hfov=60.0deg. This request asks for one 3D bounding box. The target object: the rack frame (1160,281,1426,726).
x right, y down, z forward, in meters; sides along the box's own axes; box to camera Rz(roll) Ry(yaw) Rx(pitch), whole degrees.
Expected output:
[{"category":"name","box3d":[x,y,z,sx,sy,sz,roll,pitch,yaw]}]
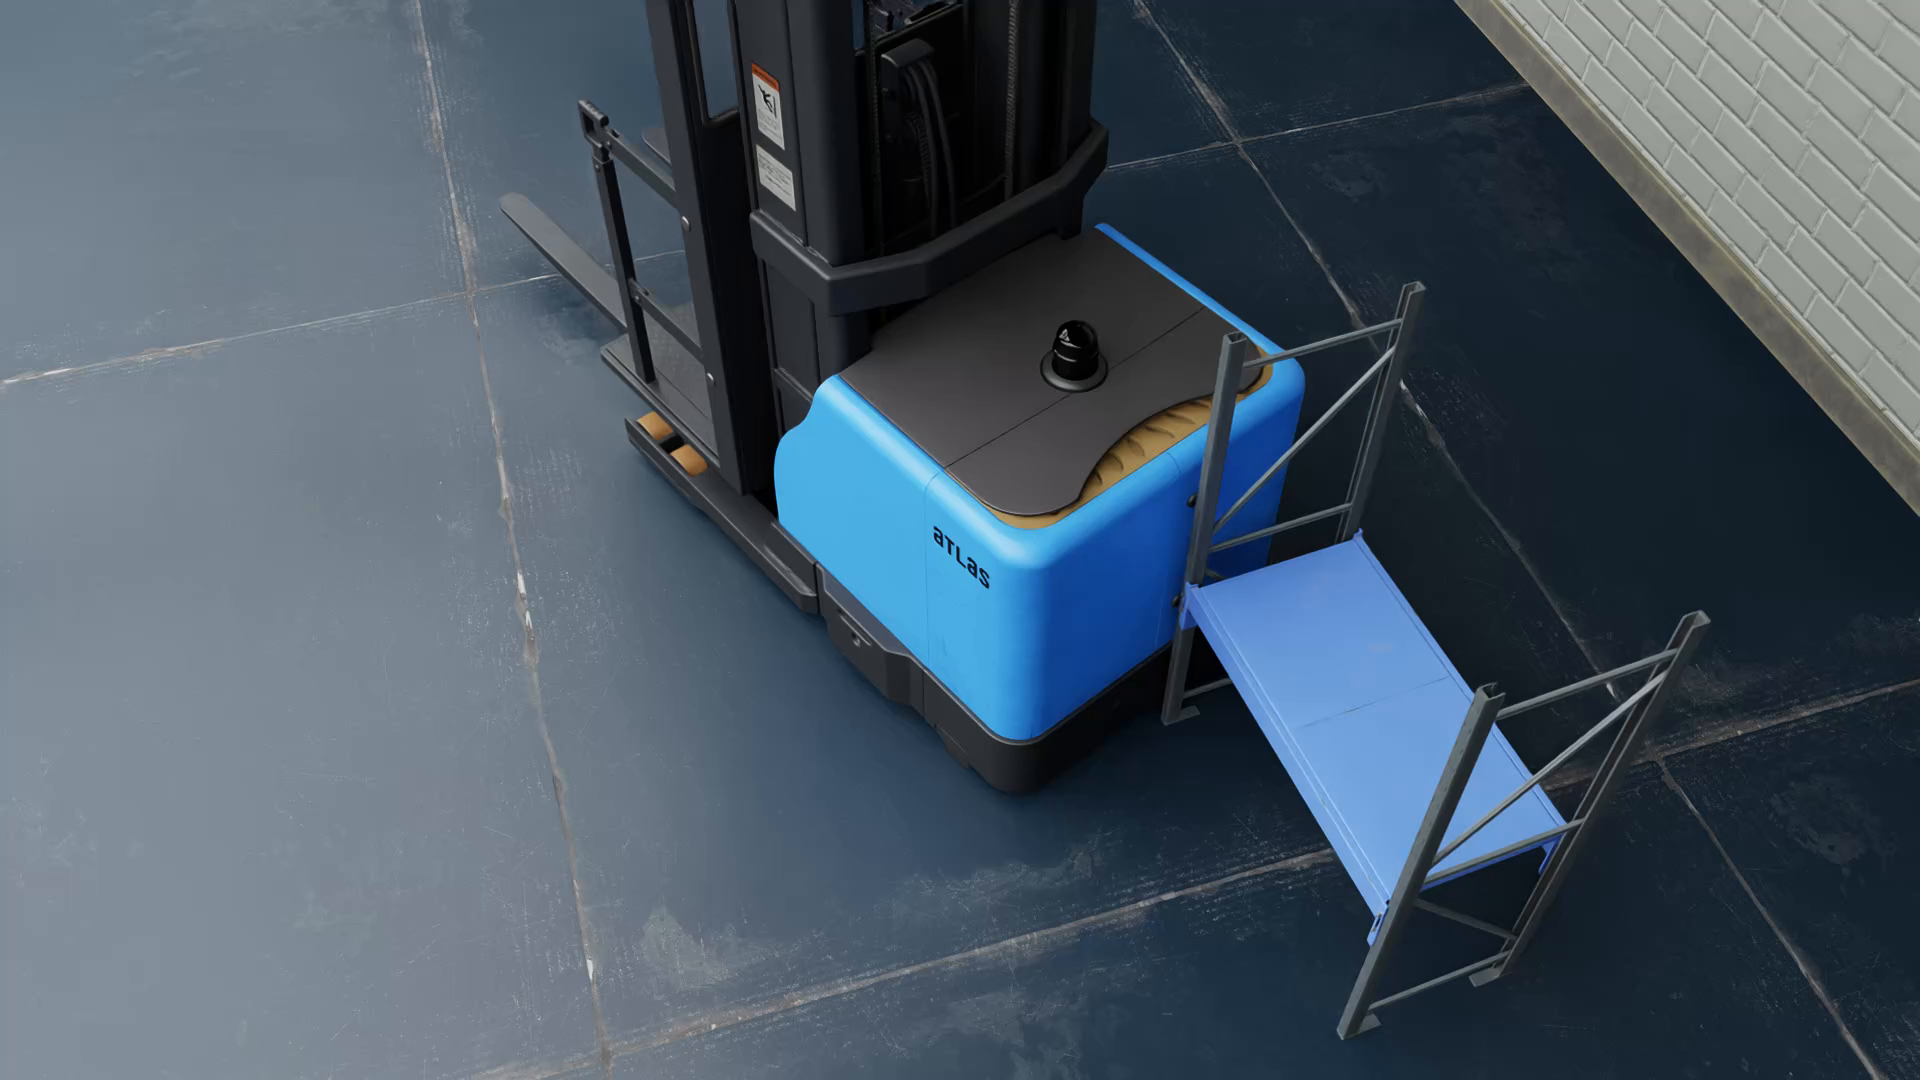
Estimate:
[{"category":"rack frame","box3d":[0.819,-0.027,4.292,0.500,1.500,0.032,-17,52,-14]}]

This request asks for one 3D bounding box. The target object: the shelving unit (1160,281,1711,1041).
[{"category":"shelving unit","box3d":[1.004,0.335,3.987,0.538,1.500,1.048,-17,52,-14]}]

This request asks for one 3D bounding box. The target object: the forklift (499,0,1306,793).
[{"category":"forklift","box3d":[-0.434,-1.312,4.439,1.130,2.935,3.031,-33,57,-25]}]

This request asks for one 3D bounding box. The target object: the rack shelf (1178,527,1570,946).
[{"category":"rack shelf","box3d":[1.004,0.451,4.124,0.538,0.185,1.000,-17,52,-14]}]

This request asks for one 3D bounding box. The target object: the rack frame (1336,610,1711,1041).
[{"category":"rack frame","box3d":[1.189,0.697,3.682,0.500,1.500,0.032,-17,52,-14]}]
